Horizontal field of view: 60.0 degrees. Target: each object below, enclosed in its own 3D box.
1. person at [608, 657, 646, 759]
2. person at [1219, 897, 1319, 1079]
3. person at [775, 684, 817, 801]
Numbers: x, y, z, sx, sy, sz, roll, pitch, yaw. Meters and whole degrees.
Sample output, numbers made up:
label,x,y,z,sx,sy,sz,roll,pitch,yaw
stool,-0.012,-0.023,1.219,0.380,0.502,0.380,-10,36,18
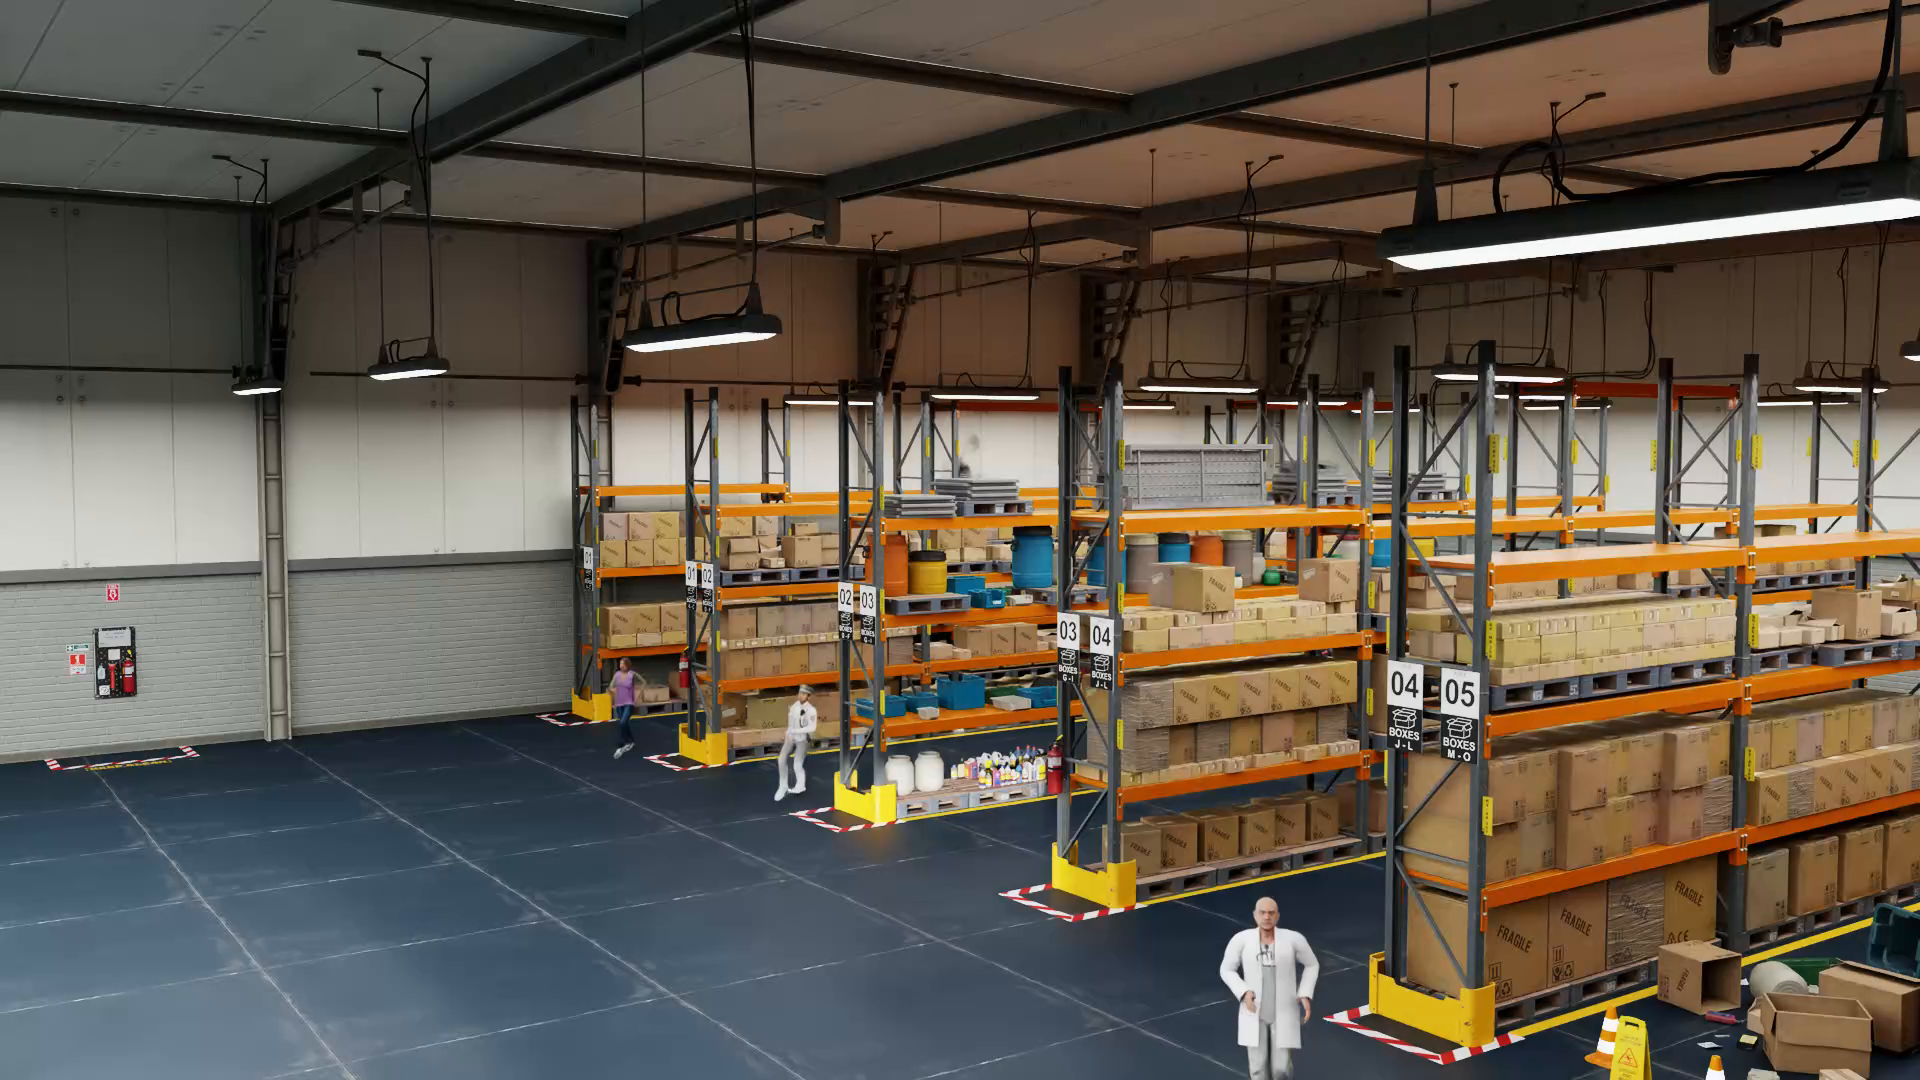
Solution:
label,x,y,z,sx,sy,sz,roll,pitch,yaw
person,-5.458,2.720,27.194,0.535,1.622,0.686,1,4,18
person,2.313,3.542,12.492,0.729,1.731,0.670,1,4,15
person,-2.304,2.886,23.876,0.595,1.663,0.659,2,4,27
